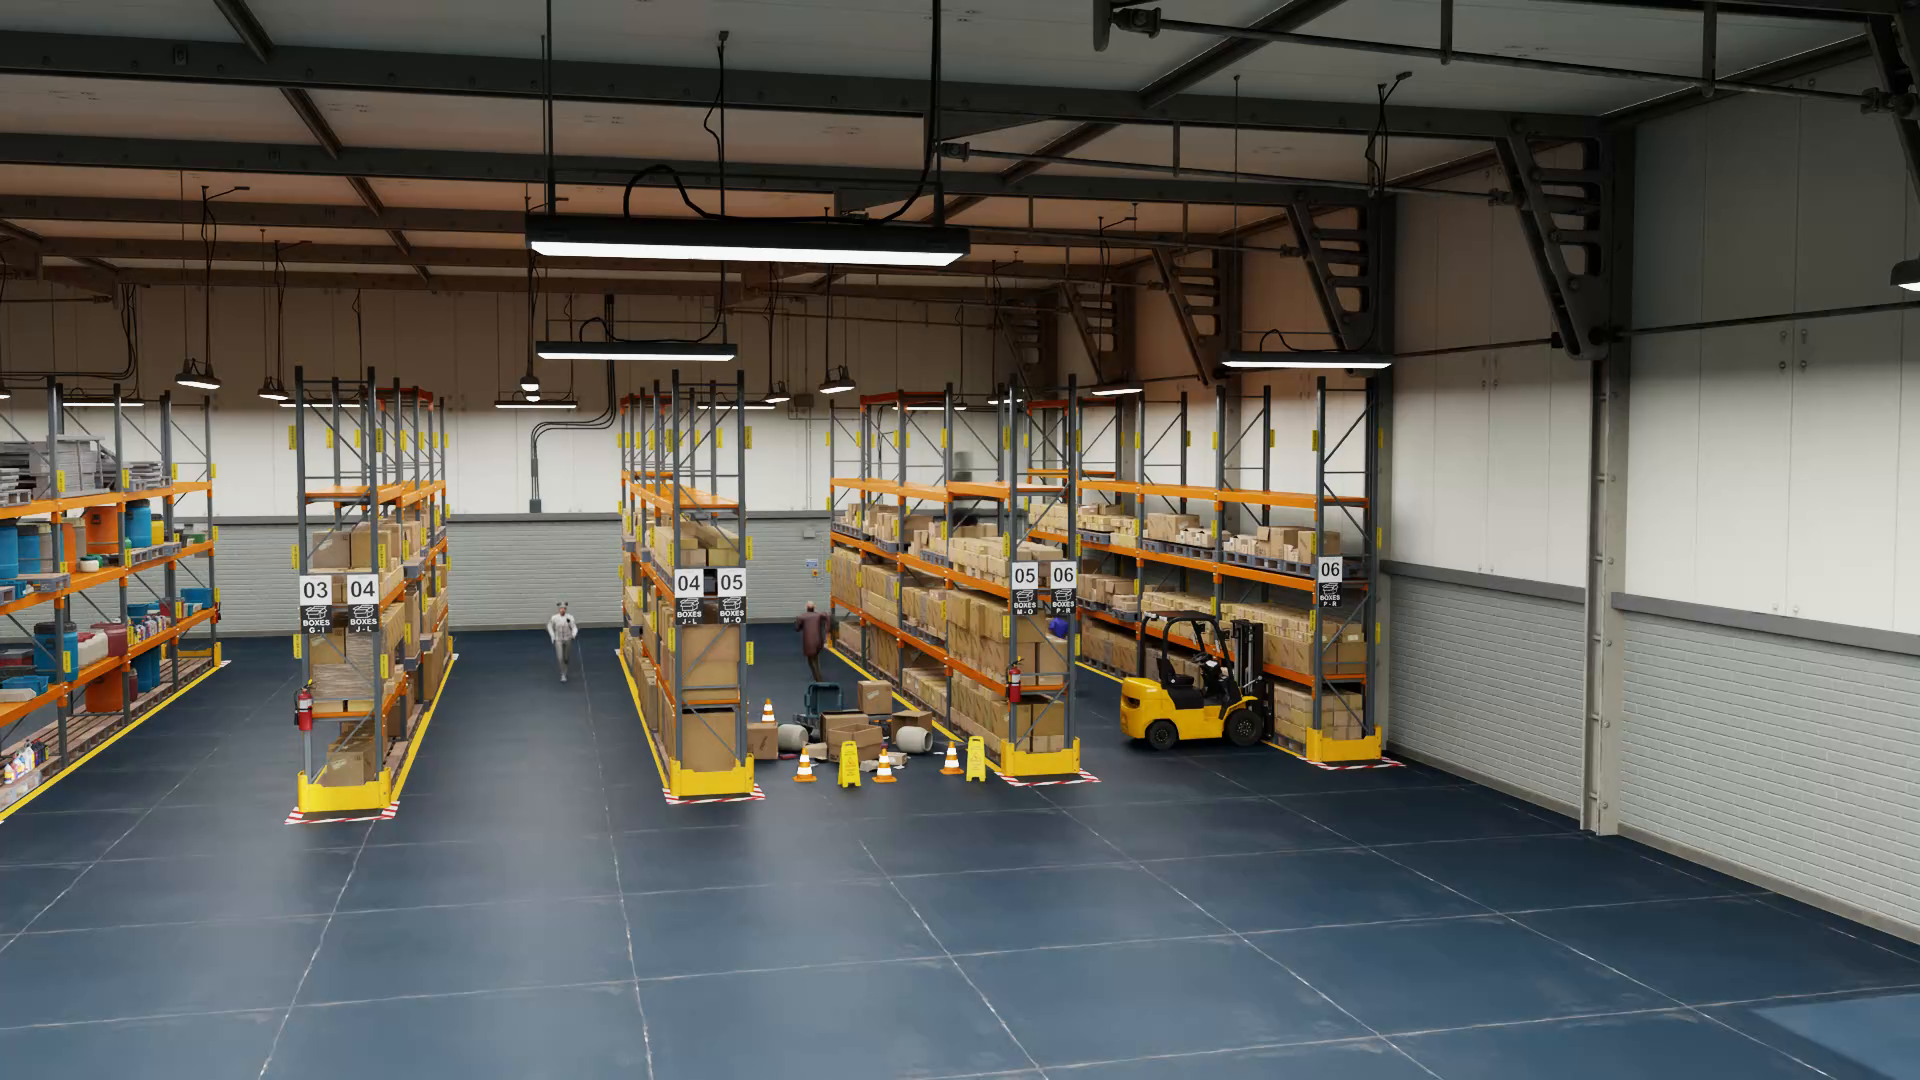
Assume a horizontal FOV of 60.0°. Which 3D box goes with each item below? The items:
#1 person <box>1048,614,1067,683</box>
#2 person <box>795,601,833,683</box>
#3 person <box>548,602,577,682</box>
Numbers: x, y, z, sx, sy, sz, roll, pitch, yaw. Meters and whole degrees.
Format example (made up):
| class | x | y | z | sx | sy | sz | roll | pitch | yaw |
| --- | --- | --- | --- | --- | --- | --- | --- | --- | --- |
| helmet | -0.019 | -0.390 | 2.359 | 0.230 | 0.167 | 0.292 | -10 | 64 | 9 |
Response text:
| class | x | y | z | sx | sy | sz | roll | pitch | yaw |
| --- | --- | --- | --- | --- | --- | --- | --- | --- | --- |
| person | 1.943 | 2.166 | 33.769 | 0.542 | 1.613 | 0.720 | -2 | 4 | -25 |
| person | -2.963 | 2.212 | 33.687 | 0.691 | 1.552 | 0.988 | -2 | 4 | -24 |
| person | -8.328 | 2.103 | 34.850 | 0.602 | 1.664 | 0.764 | -1 | 4 | -17 |
